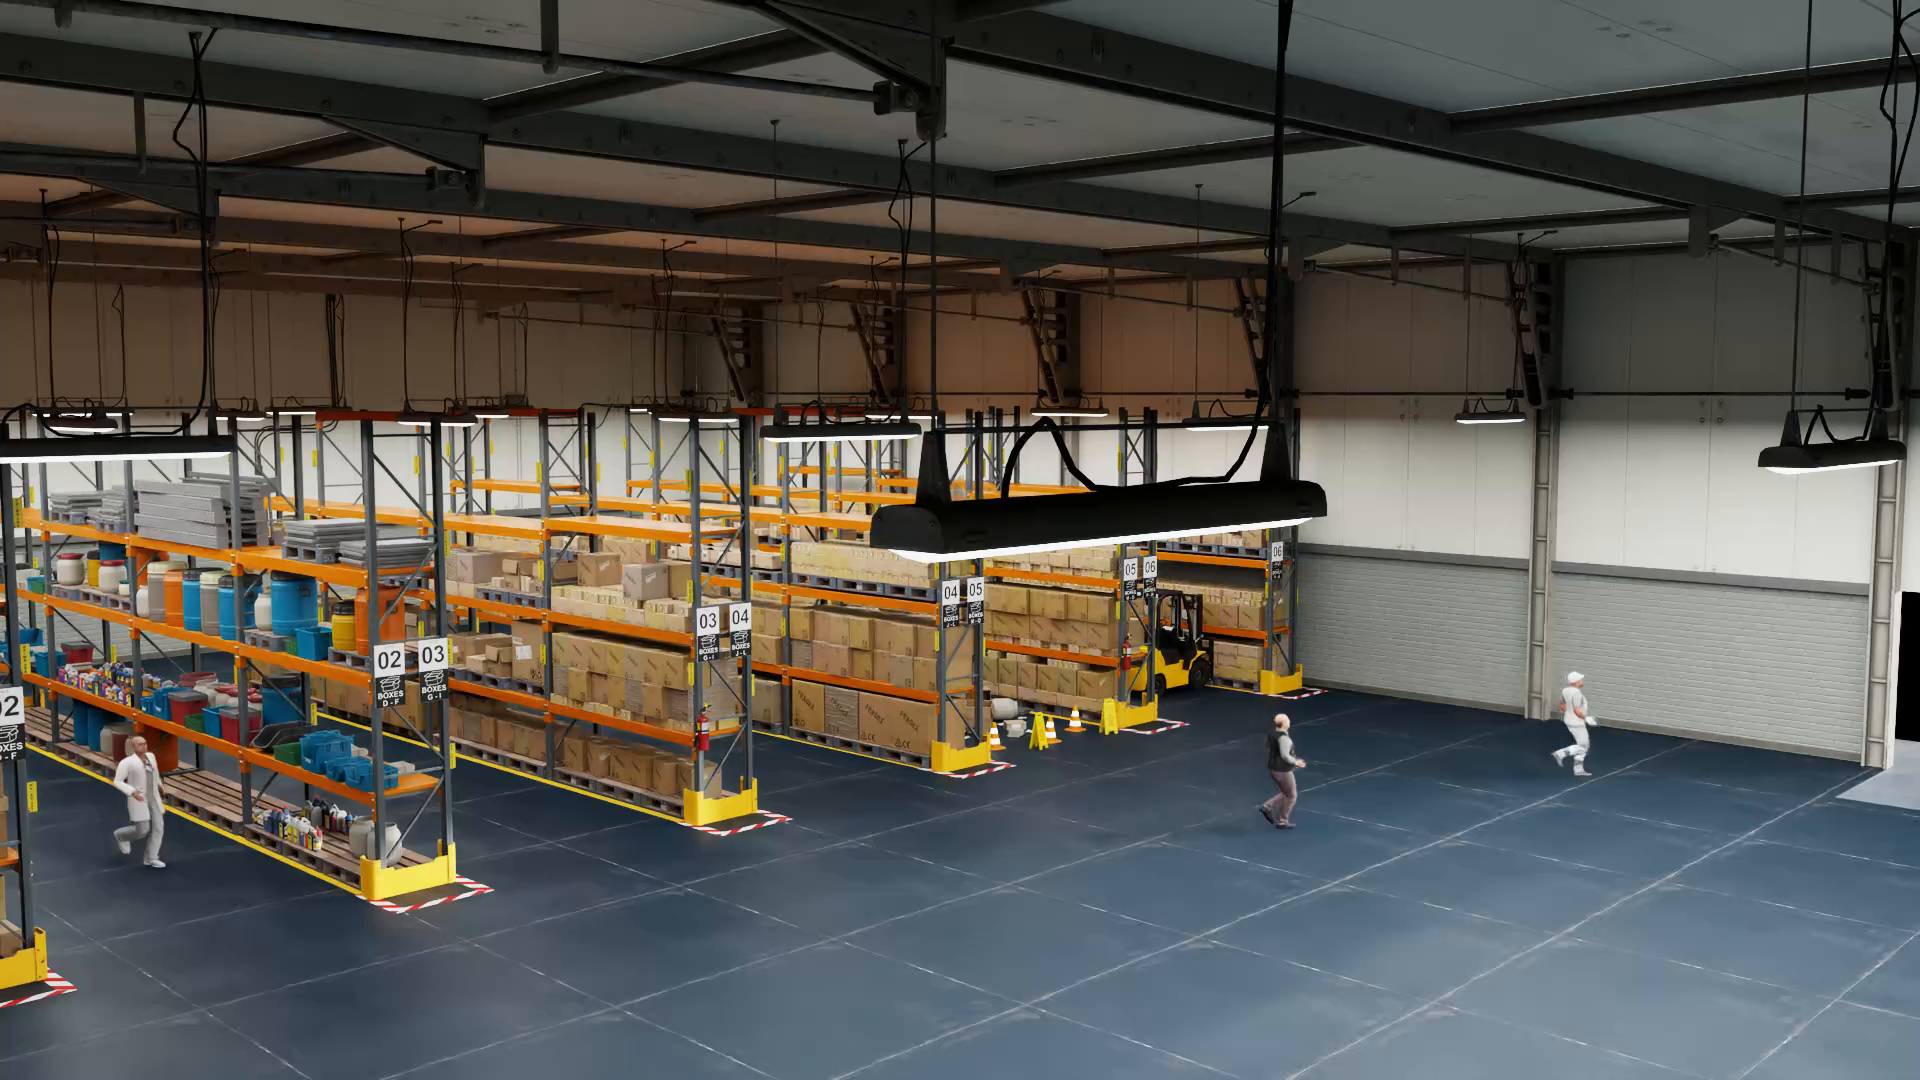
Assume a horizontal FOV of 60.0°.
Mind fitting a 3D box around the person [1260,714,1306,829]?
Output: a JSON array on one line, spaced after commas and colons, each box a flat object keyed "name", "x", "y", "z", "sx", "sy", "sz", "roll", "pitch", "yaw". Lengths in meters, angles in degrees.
[{"name": "person", "x": 4.678, "y": 3.355, "z": 24.155, "sx": 0.587, "sy": 1.681, "sz": 0.680, "roll": -1, "pitch": 5, "yaw": -12}]

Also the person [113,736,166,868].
[{"name": "person", "x": -10.977, "y": 3.494, "z": 22.292, "sx": 0.838, "sy": 1.752, "sz": 0.712, "roll": 3, "pitch": 6, "yaw": 27}]

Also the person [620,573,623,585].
[{"name": "person", "x": -9.034, "y": 1.556, "z": 43.905, "sx": 0.948, "sy": 1.713, "sz": 0.738, "roll": -1, "pitch": 5, "yaw": -6}]

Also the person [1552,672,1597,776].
[{"name": "person", "x": 10.098, "y": 3.037, "z": 27.423, "sx": 0.704, "sy": 1.749, "sz": 0.656, "roll": 0, "pitch": 5, "yaw": -2}]
